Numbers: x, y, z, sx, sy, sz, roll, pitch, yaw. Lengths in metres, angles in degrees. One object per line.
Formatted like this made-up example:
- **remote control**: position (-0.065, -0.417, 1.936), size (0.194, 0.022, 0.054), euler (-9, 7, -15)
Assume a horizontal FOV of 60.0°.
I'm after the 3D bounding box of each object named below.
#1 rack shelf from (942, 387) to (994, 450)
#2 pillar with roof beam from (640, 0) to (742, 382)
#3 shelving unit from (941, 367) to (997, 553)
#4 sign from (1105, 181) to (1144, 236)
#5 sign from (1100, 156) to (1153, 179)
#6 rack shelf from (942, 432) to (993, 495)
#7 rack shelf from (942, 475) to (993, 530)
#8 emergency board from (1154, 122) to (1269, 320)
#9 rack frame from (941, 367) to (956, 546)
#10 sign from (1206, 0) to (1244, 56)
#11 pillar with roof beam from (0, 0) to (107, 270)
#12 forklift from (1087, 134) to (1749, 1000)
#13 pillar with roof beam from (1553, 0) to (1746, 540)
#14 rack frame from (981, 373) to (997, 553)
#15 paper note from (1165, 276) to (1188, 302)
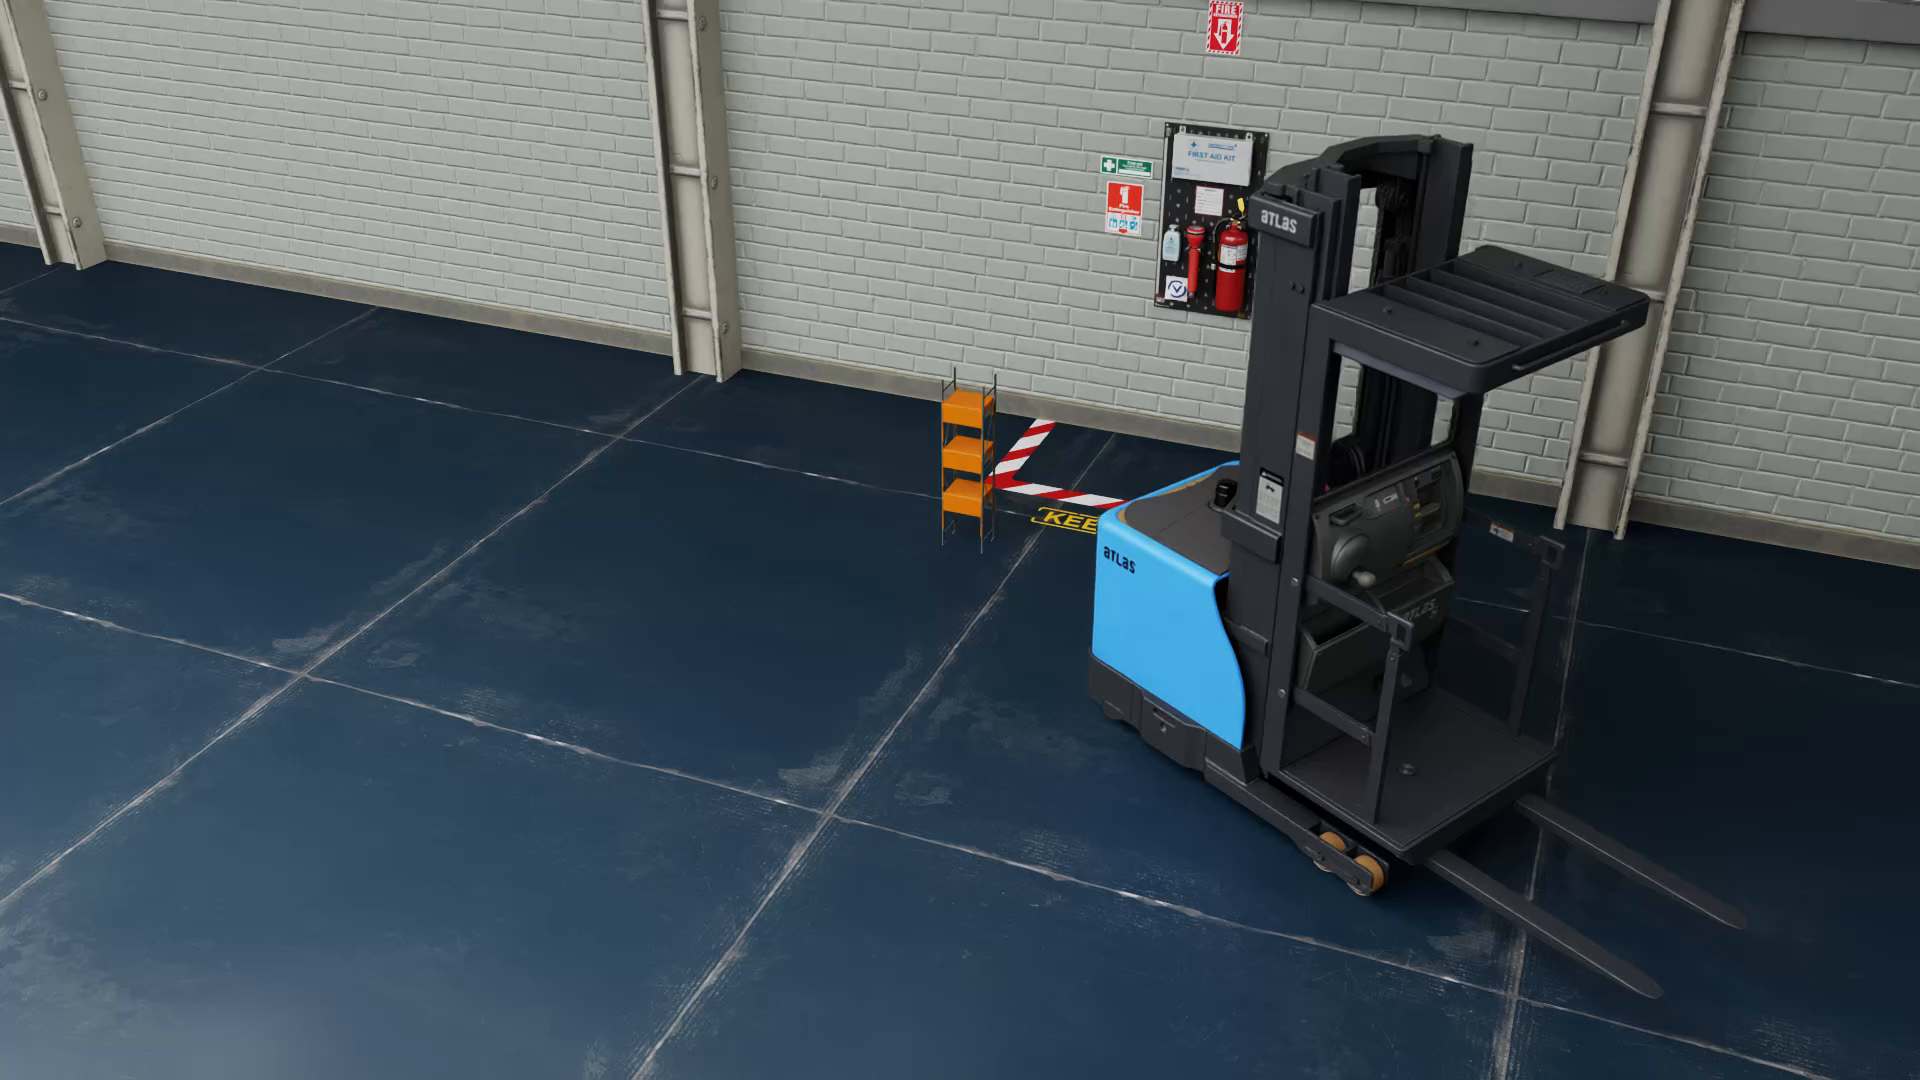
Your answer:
- **rack shelf**: position (0.050, -0.685, 9.340), size (0.240, 0.259, 0.215), euler (11, 31, 19)
- **pillar with roof beam**: position (-3.413, -3.170, 6.214), size (0.400, 9.000, 9.100), euler (11, 31, 19)
- **shelving unit**: position (0.050, -0.447, 9.474), size (0.252, 1.050, 0.215), euler (11, 31, 19)
- **sign**: position (1.016, -2.051, 10.294), size (0.234, 0.329, 0.001), euler (11, 31, 19)
- **sign**: position (1.017, -2.277, 10.155), size (0.331, 0.109, 0.001), euler (11, 31, 19)
- **rack shelf**: position (0.050, -0.438, 9.479), size (0.240, 0.259, 0.215), euler (11, 31, 19)
- **rack shelf**: position (0.050, -0.196, 9.616), size (0.240, 0.259, 0.215), euler (11, 31, 19)
- **emergency board**: position (1.490, -1.886, 10.039), size (0.643, 1.169, 0.194), euler (11, 31, 19)
- **rack frame**: position (-0.063, -0.470, 9.514), size (0.008, 1.050, 0.200), euler (11, 31, 19)
- **sign**: position (1.520, -2.942, 9.551), size (0.199, 0.298, 0.001), euler (11, 31, 19)
- **pillar with roof beam**: position (-8.973, -4.281, 8.178), size (0.400, 9.000, 9.100), euler (11, 31, 19)
- **forklift**: position (1.937, -0.043, 6.847), size (1.130, 2.935, 3.031), euler (-21, 36, -33)
- **pillar with roof beam**: position (2.147, -2.060, 4.250), size (0.400, 9.000, 9.100), euler (11, 31, 19)
- **rack frame**: position (0.163, -0.425, 9.434), size (0.008, 1.050, 0.200), euler (11, 31, 19)
- **paper note**: position (1.351, -1.567, 10.369), size (0.142, 0.148, 0.016), euler (11, 31, 19)
